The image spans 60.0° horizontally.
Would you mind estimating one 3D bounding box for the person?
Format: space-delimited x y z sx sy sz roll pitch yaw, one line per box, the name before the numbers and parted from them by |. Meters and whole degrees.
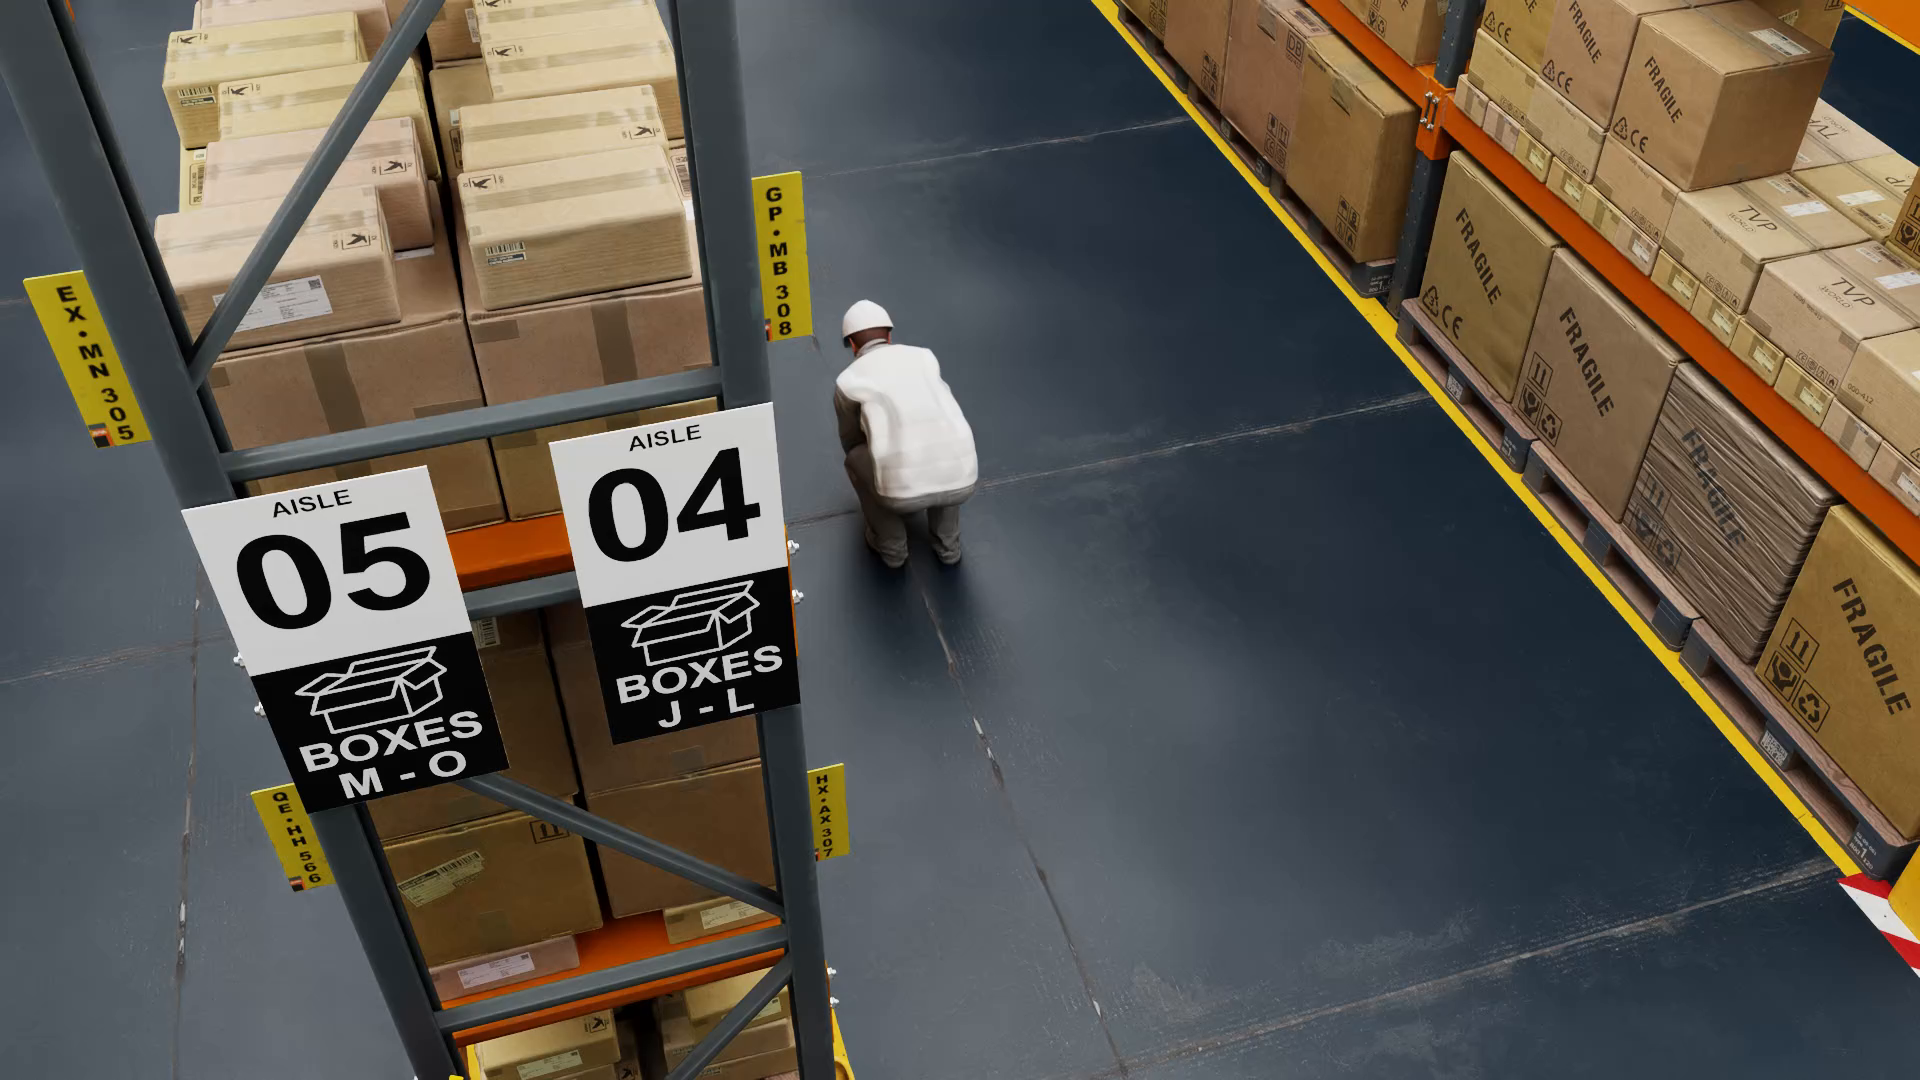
person | -0.254 -0.414 7.183 0.511 1.004 0.929 -13 44 -14
